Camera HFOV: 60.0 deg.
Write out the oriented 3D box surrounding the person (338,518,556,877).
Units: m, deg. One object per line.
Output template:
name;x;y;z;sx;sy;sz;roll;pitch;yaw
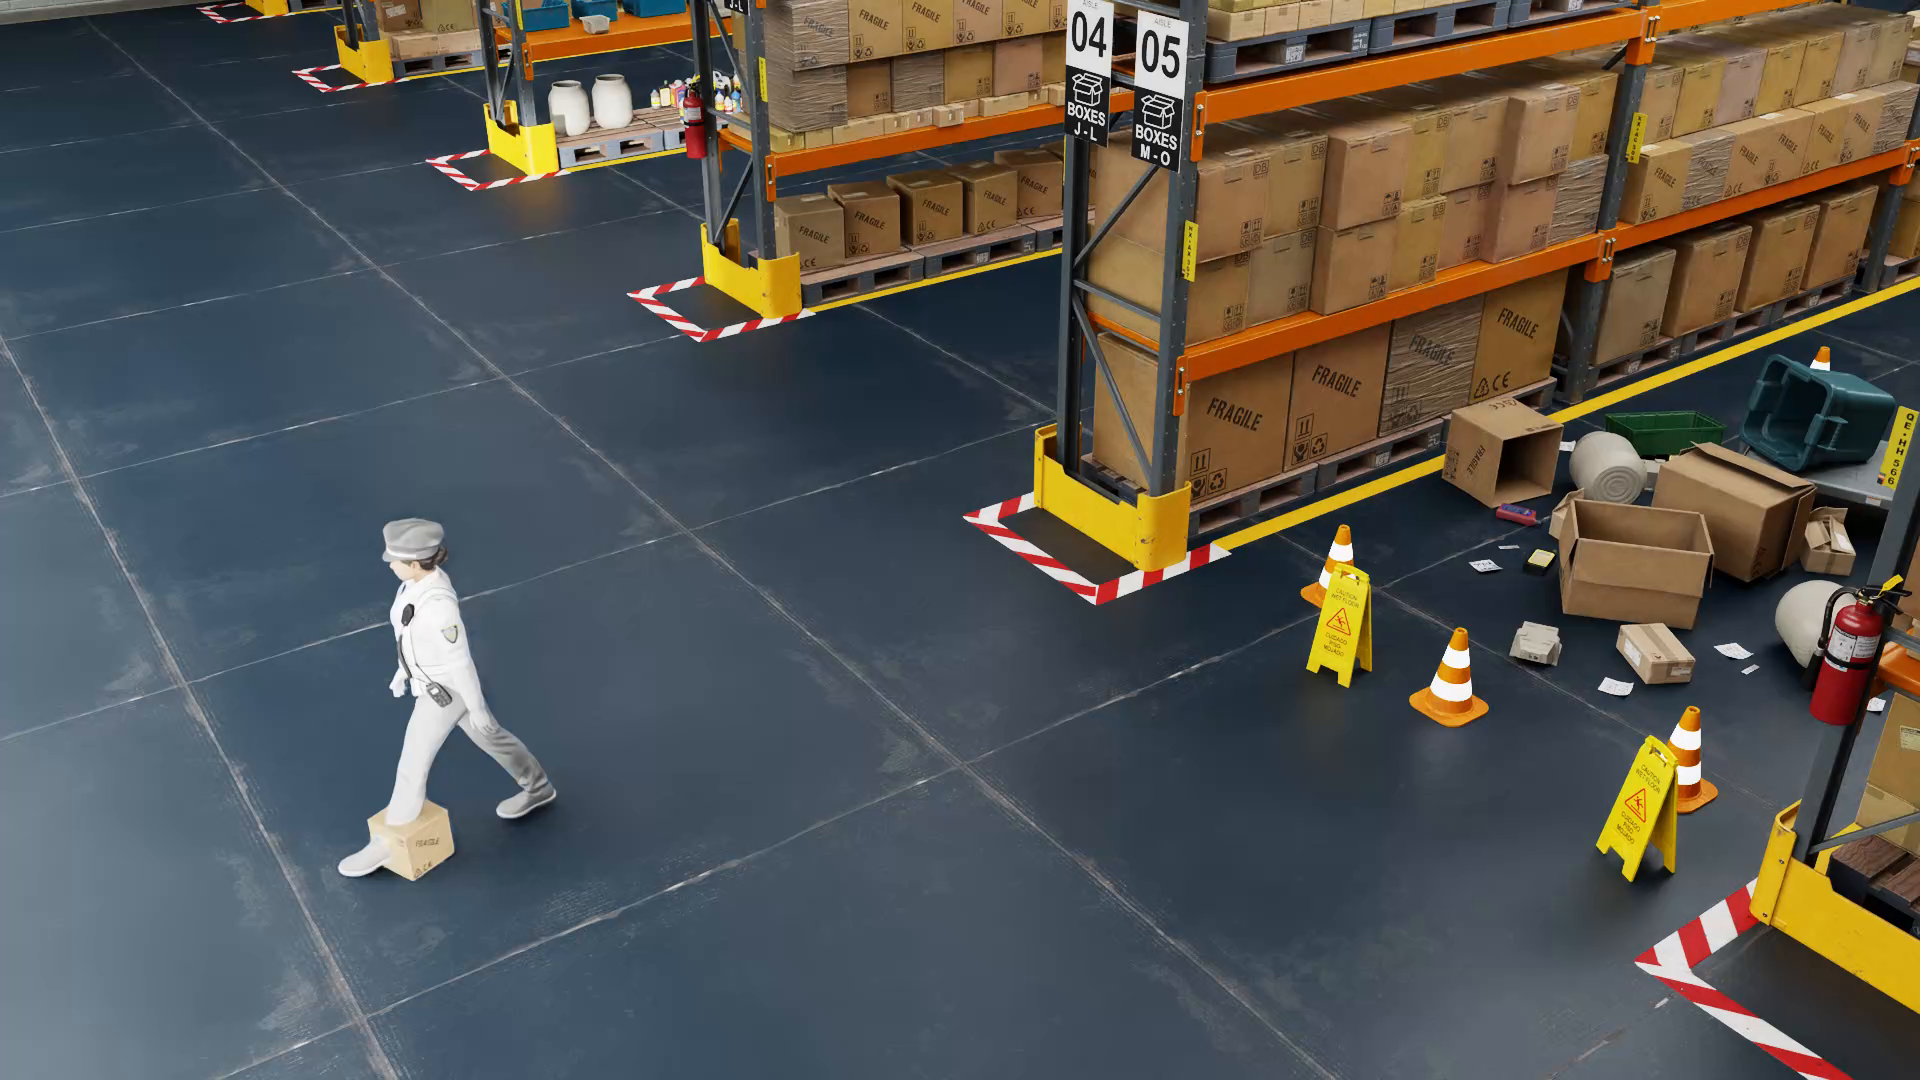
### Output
person;-2.390;0.650;7.413;1.003;1.603;0.533;-10;30;-18
